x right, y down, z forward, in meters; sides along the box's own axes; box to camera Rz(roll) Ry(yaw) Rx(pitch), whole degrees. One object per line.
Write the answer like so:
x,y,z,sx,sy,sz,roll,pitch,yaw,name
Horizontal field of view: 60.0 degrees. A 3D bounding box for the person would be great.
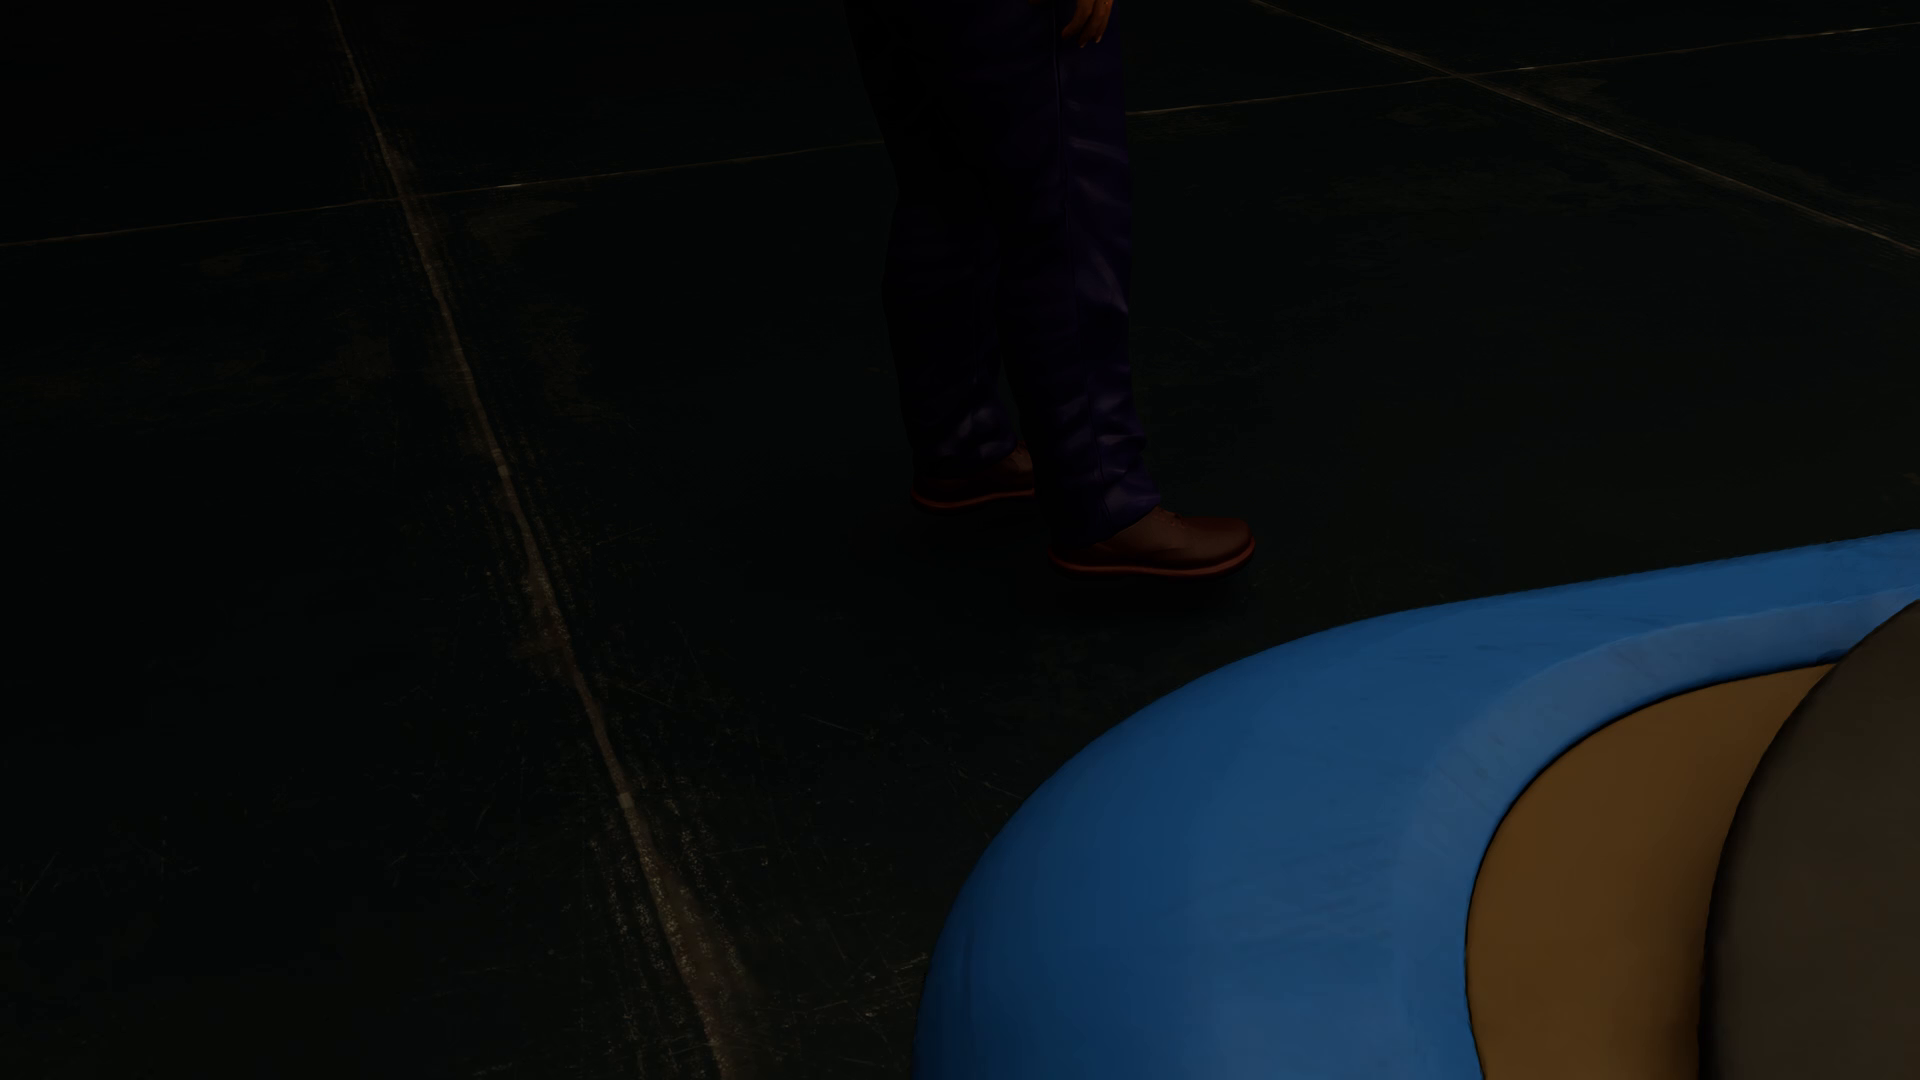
0.091,-0.764,2.079,0.503,1.651,0.598,-11,32,-19,person
